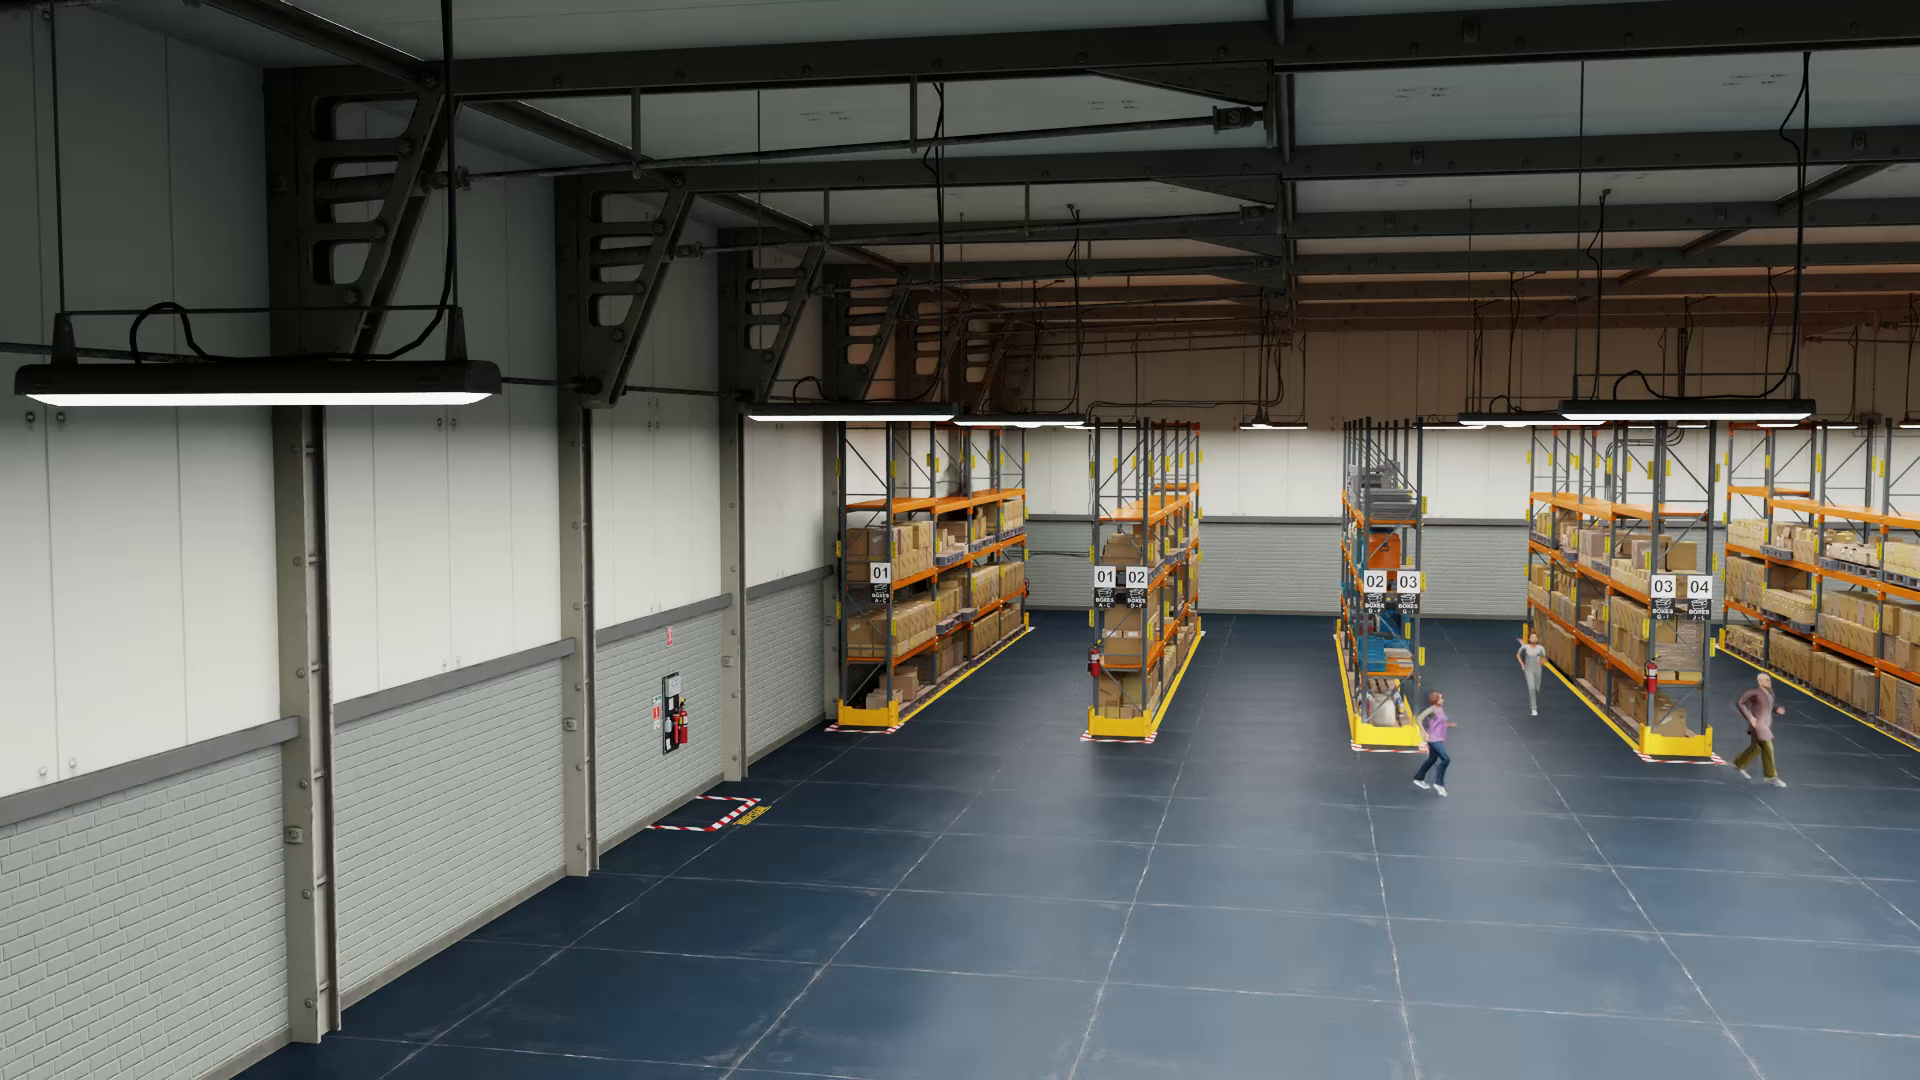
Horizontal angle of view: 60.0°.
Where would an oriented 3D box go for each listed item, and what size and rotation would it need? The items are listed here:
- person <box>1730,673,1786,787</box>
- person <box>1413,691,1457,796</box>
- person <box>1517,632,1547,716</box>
[{"bbox_3d":[12.996,3.045,27.025,0.699,1.787,0.985,-3,5,-36],"label":"person"},{"bbox_3d":[7.518,3.214,26.314,0.711,1.644,0.504,2,4,34],"label":"person"},{"bbox_3d":[11.619,2.688,33.765,0.572,1.662,0.839,0,4,6],"label":"person"}]
